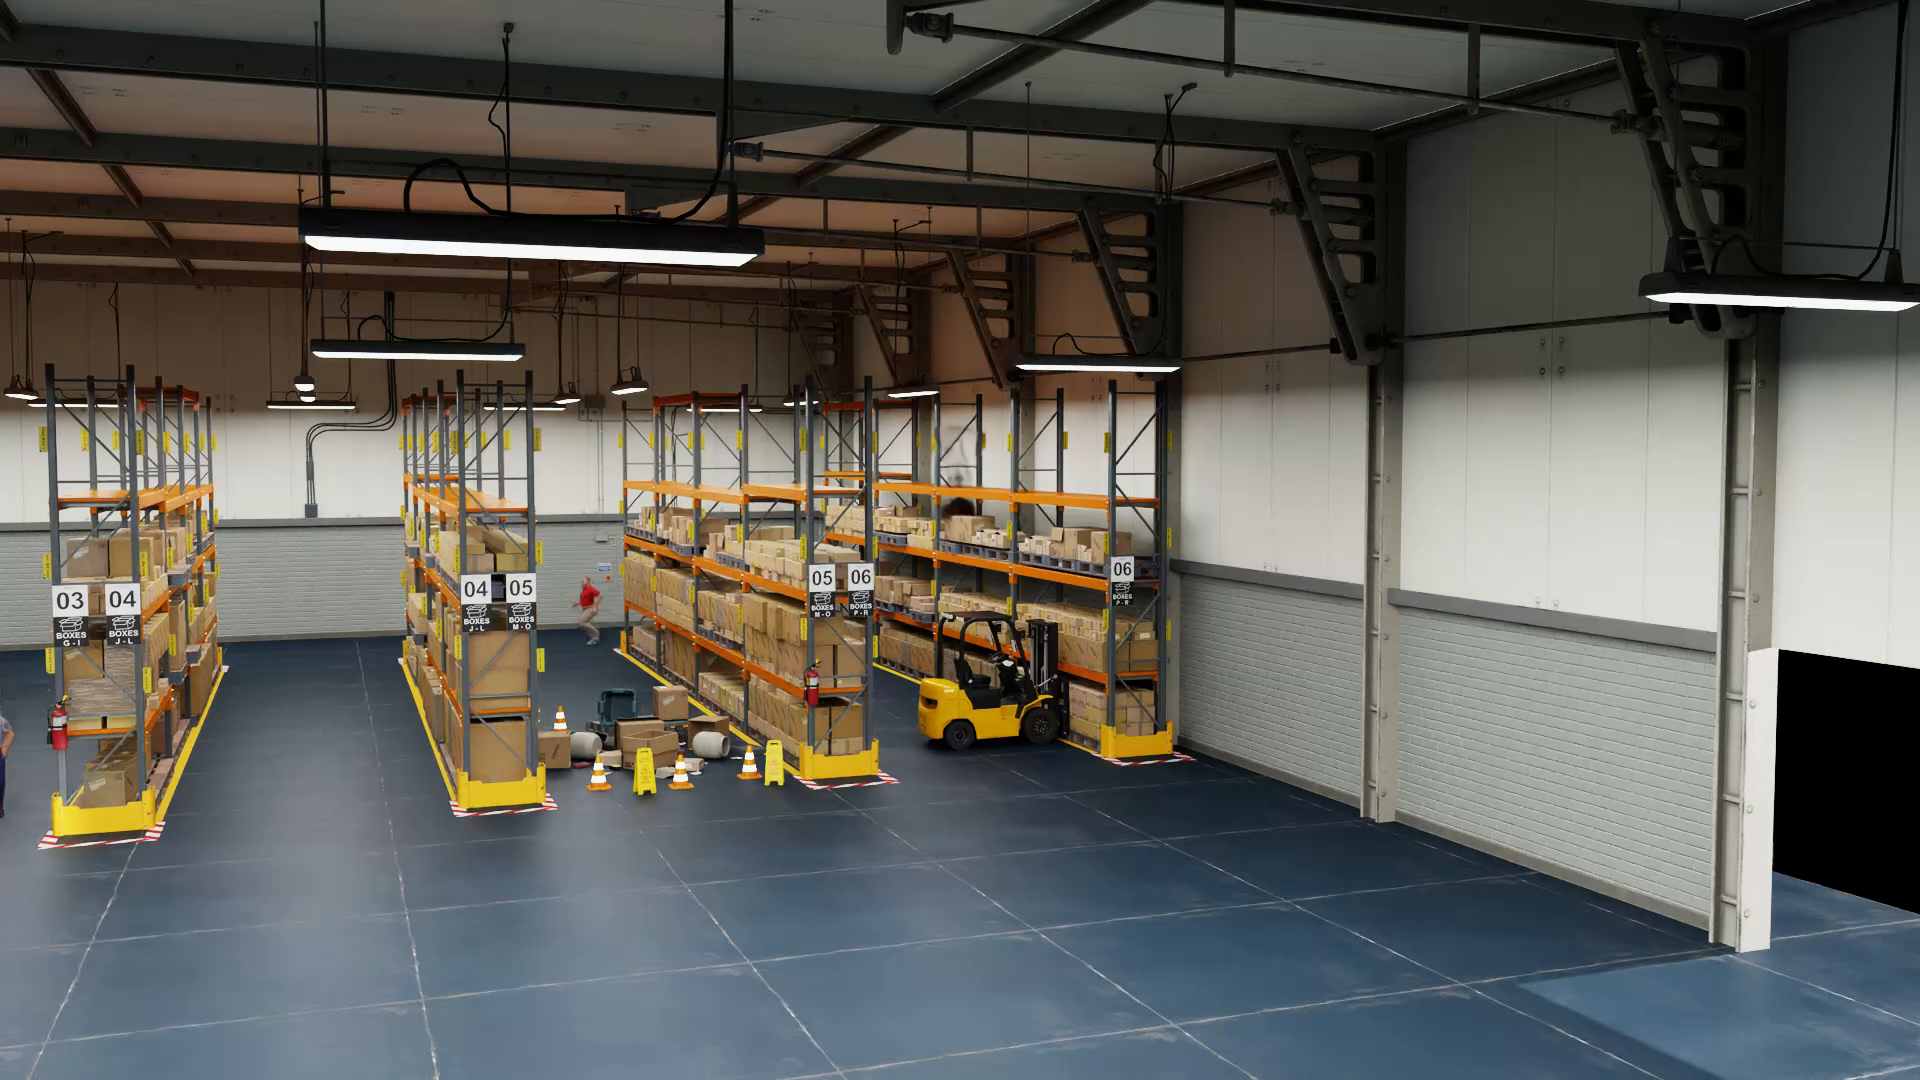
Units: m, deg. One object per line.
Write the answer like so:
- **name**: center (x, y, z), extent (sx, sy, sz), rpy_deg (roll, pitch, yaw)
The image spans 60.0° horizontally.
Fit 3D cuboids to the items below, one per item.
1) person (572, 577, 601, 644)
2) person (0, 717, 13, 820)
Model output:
- **person**: center (-9.254, 1.752, 41.194), extent (0.671, 1.679, 0.646), rpy_deg (-2, 4, -35)
- **person**: center (-12.805, 2.911, 21.906), extent (0.590, 1.623, 0.583), rpy_deg (-2, 4, -30)
